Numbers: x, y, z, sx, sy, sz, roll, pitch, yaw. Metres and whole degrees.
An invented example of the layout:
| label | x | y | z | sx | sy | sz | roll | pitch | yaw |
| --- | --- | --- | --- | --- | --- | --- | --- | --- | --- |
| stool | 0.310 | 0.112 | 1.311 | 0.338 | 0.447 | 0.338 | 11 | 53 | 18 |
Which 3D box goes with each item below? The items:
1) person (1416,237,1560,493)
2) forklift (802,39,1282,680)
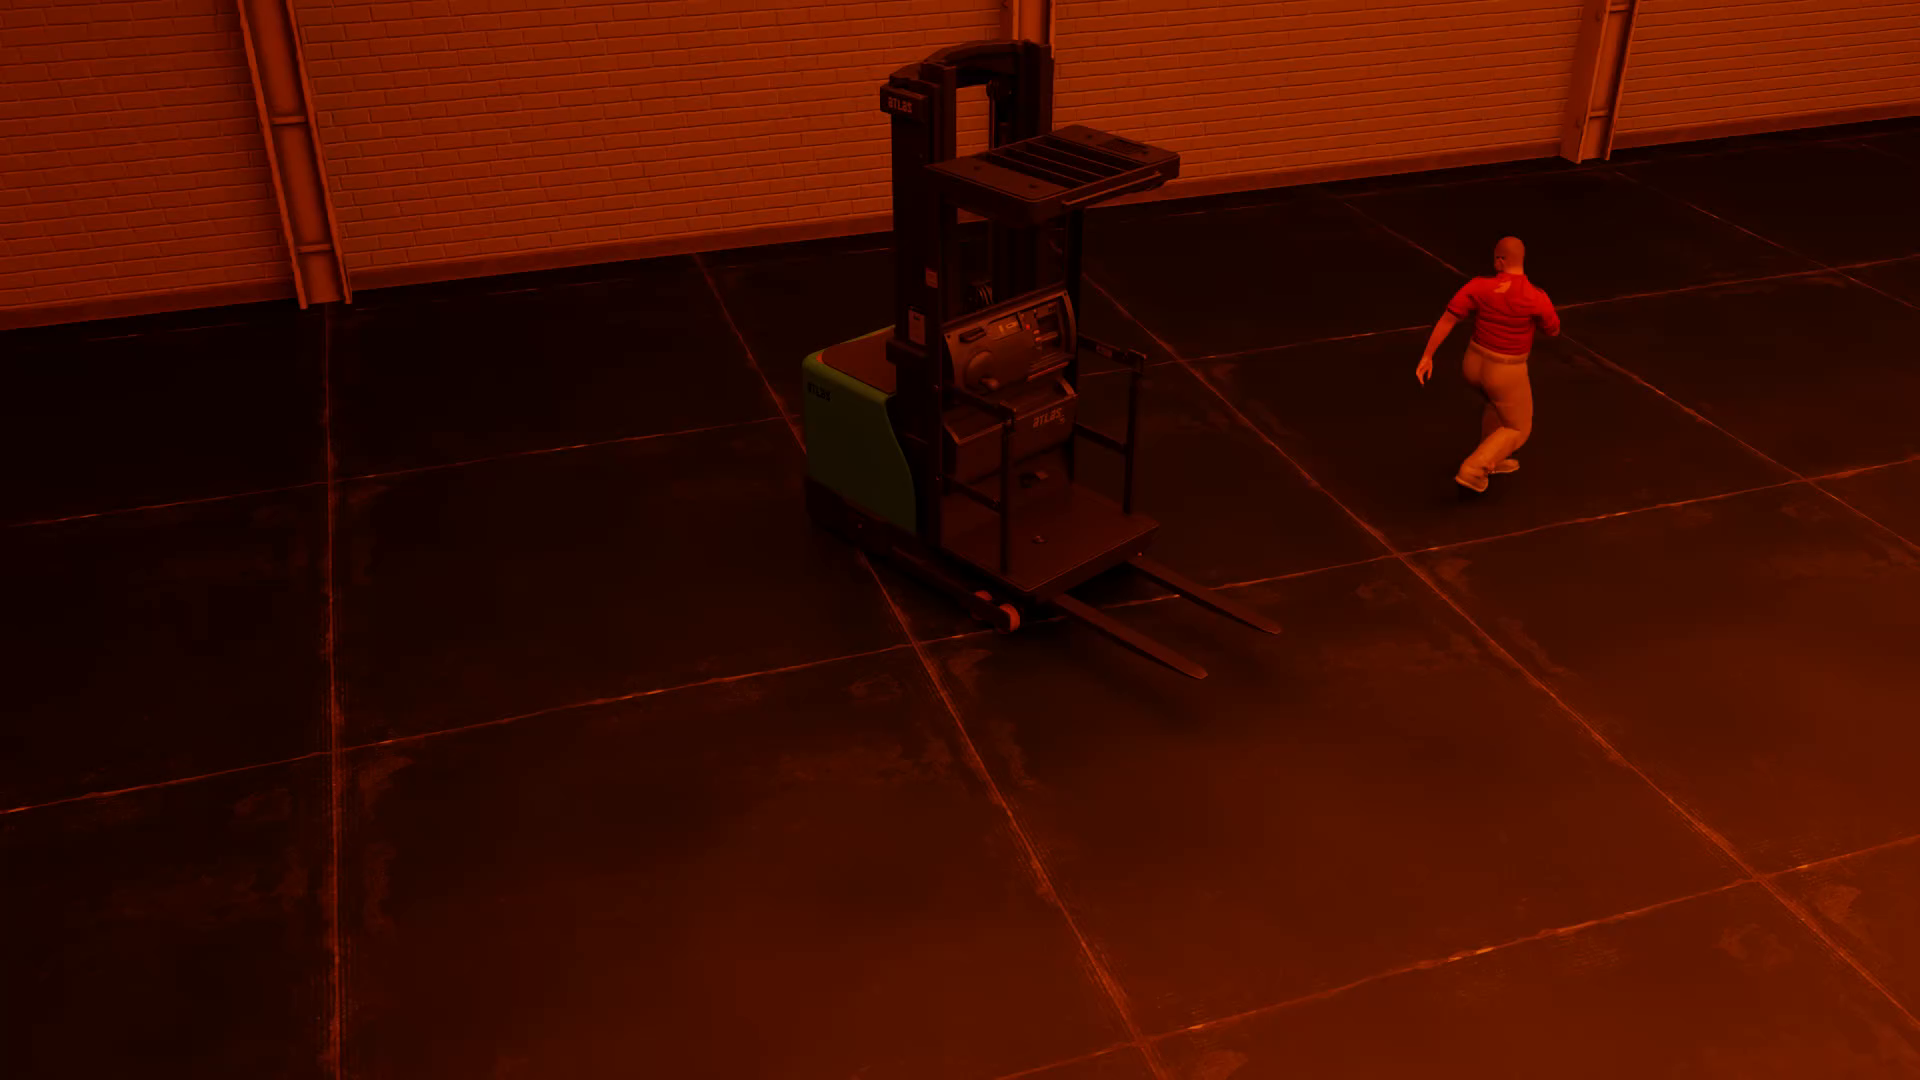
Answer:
| label | x | y | z | sx | sy | sz | roll | pitch | yaw |
| --- | --- | --- | --- | --- | --- | --- | --- | --- | --- |
| person | 3.306 | -1.076 | 10.271 | 0.841 | 1.649 | 0.598 | -20 | 36 | -31 |
| forklift | 0.425 | -1.042 | 8.899 | 1.130 | 2.935 | 3.031 | -25 | 38 | -36 |
